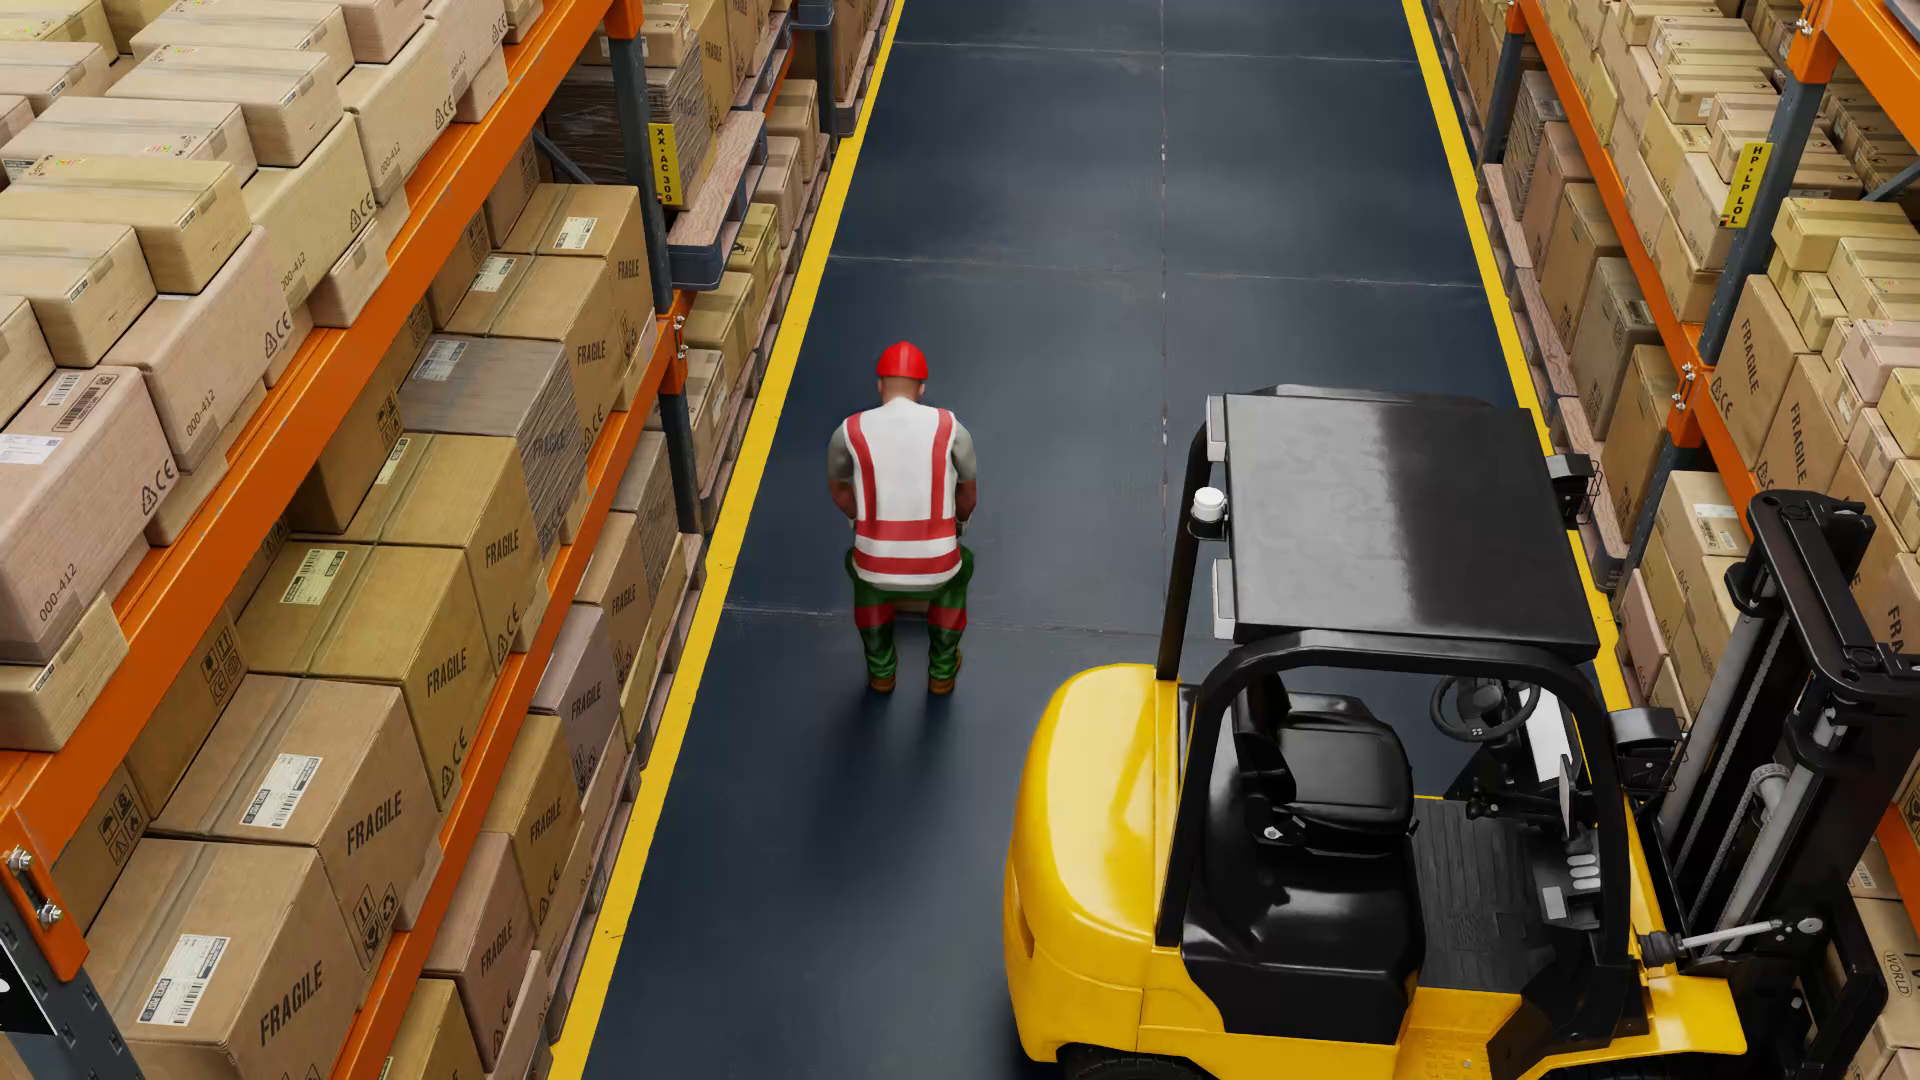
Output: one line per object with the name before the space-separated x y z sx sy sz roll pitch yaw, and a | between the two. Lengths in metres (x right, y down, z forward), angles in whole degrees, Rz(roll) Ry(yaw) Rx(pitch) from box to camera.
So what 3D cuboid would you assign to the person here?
person | -0.230 -0.037 6.501 0.584 1.381 0.782 2 40 3
